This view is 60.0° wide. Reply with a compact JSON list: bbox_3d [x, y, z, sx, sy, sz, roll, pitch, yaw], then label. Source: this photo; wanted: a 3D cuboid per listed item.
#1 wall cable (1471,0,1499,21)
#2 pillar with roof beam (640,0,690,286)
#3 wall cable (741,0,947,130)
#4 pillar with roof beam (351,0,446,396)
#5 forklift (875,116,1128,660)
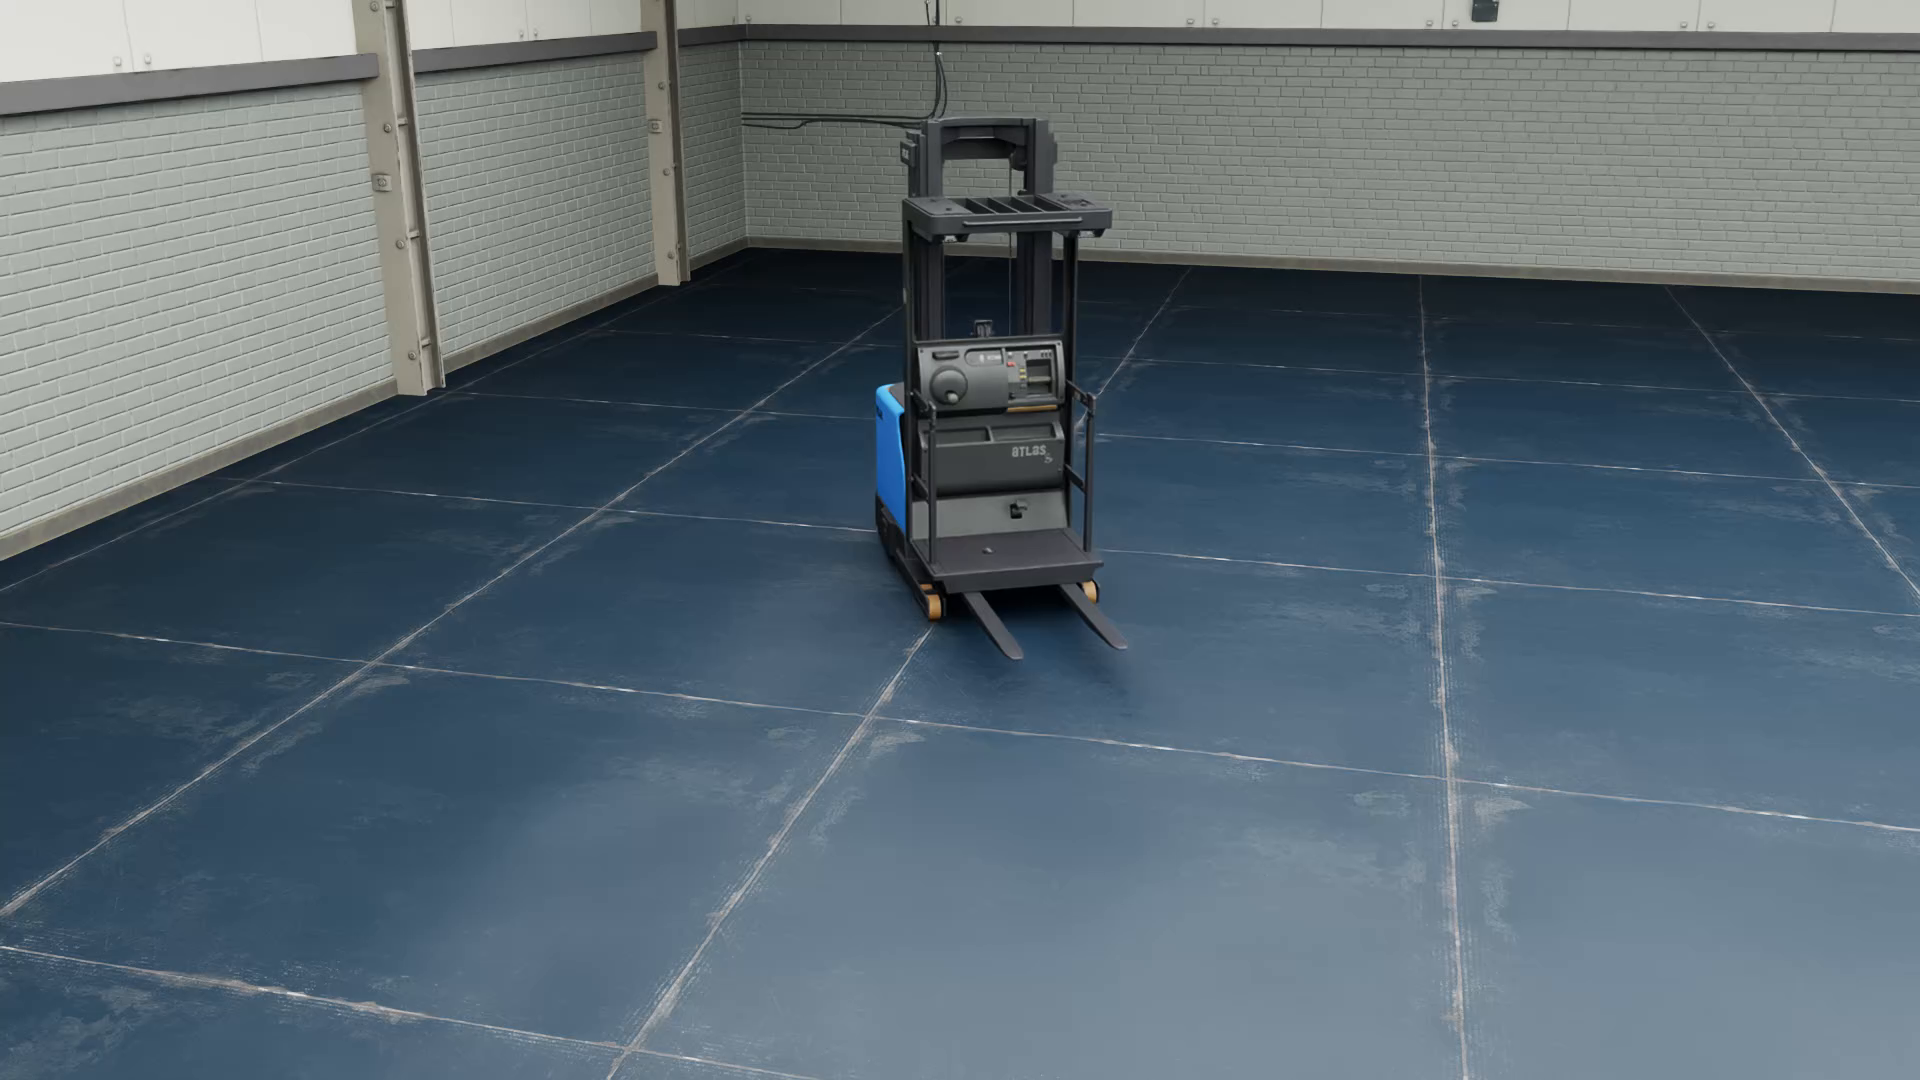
[{"bbox_3d":[7.519,-9.245,19.572,2.305,6.003,0.169,5,19,13],"label":"wall cable"},{"bbox_3d":[0.489,-7.232,18.938,9.100,9.000,0.400,5,19,13],"label":"pillar with roof beam"},{"bbox_3d":[-1.683,-6.921,22.833,3.097,2.526,0.112,5,19,13],"label":"wall cable"},{"bbox_3d":[-0.977,-5.351,13.433,9.100,9.000,0.400,5,19,13],"label":"pillar with roof beam"},{"bbox_3d":[0.250,-1.025,10.154,1.130,2.935,3.031,-5,19,-13],"label":"forklift"}]
